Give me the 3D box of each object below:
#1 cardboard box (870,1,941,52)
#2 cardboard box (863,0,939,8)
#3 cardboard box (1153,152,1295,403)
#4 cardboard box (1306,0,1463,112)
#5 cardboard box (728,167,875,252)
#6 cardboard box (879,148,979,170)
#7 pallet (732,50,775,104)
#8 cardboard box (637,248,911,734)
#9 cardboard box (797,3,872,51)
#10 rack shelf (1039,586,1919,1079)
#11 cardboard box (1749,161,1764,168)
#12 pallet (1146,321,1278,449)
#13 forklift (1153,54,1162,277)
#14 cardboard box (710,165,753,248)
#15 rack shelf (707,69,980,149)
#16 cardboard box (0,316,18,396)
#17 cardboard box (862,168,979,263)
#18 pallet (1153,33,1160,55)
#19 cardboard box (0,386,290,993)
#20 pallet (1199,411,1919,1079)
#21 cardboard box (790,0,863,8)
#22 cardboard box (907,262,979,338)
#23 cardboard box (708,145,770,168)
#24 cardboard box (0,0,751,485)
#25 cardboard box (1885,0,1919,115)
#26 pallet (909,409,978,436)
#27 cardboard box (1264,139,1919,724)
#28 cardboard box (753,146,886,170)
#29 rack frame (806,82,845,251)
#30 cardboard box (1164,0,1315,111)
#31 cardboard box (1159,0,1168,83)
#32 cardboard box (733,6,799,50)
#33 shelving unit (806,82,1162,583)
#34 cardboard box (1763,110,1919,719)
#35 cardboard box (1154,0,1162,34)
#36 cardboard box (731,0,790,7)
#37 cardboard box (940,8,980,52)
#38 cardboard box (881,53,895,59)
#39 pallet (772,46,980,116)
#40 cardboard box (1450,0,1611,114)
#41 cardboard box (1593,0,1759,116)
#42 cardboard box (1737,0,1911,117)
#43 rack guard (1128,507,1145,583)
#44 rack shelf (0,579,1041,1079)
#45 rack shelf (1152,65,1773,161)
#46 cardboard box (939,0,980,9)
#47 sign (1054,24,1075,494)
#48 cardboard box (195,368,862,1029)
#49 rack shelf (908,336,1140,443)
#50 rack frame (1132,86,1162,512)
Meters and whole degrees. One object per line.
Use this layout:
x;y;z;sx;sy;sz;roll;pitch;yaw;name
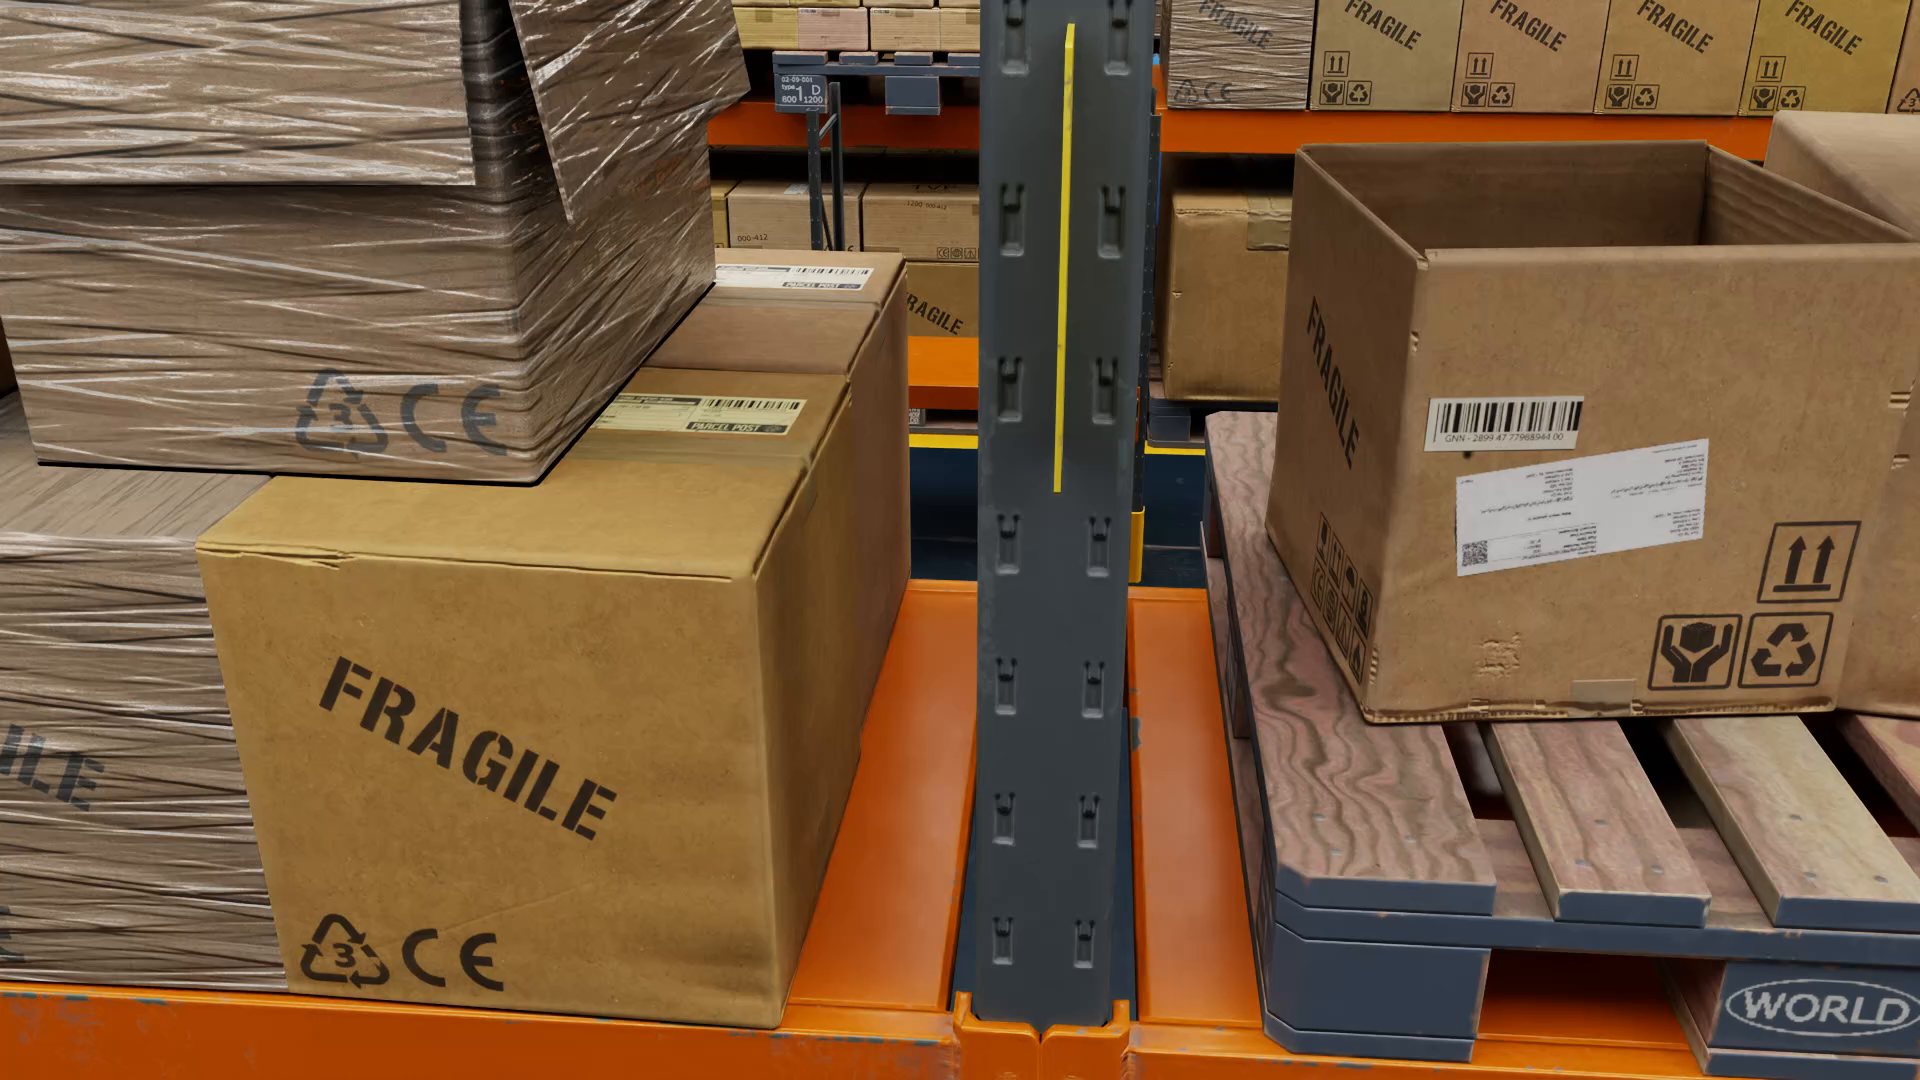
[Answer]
-0.179;-1.881;6.047;0.250;0.149;0.380;2;25;4;cardboard box
-0.198;-2.017;5.987;0.250;0.149;0.380;3;25;6;cardboard box
1.196;-1.083;6.704;0.750;0.750;1.050;2;25;3;cardboard box
1.530;-1.875;6.116;0.500;0.500;0.500;2;25;3;cardboard box
-0.611;-1.291;6.559;0.500;0.250;0.500;2;25;5;cardboard box
-0.073;-1.490;6.991;0.500;0.250;0.500;1;25;2;cardboard box
-1.381;-1.930;6.586;1.213;0.211;1.003;2;25;4;pallet
-0.349;-0.082;2.219;0.500;0.500;0.500;3;25;6;cardboard box
-0.435;-1.889;6.065;0.250;0.149;0.380;2;25;5;cardboard box
2.109;0.484;1.971;4.000;0.370;1.077;2;25;4;rack shelf
2.997;-1.027;6.582;0.750;0.750;1.050;2;25;4;cardboard box
1.376;-0.648;6.905;1.213;0.211;1.003;2;25;4;pallet
2.502;-2.750;8.221;3.031;2.935;1.130;-1;25;-1;forklift
-1.116;-1.314;6.608;0.500;0.250;0.500;2;25;5;cardboard box
-1.398;-1.708;6.735;4.000;0.370;1.077;2;25;4;rack shelf
-1.262;-0.460;1.843;0.637;0.503;0.797;2;25;5;cardboard box
-0.106;-1.280;6.534;0.500;0.250;0.500;1;25;3;cardboard box
2.068;-4.797;15.923;1.213;0.211;1.003;2;25;4;pallet
-0.892;0.116;1.789;0.500;0.500;0.500;2;25;4;cardboard box
0.834;0.158;2.047;1.003;0.211;1.213;2;25;4;pallet
-0.461;-2.024;6.003;0.250;0.149;0.380;2;25;5;cardboard box
-0.081;-0.939;6.689;0.500;0.500;0.500;2;25;4;cardboard box
-1.071;-1.527;7.072;0.500;0.250;0.500;2;25;4;cardboard box
-0.613;-0.438;1.795;0.637;0.503;0.797;3;25;6;cardboard box
3.539;-1.810;5.976;0.500;0.500;0.500;2;25;3;cardboard box
-0.183;-0.730;7.084;1.213;0.211;1.003;2;25;4;pallet
0.657;-0.143;1.850;0.500;0.500;0.500;-1;25;-2;cardboard box
-0.579;-1.506;7.026;0.500;0.250;0.500;2;25;3;cardboard box
-0.422;-0.695;5.466;0.032;1.500;0.500;2;25;4;rack frame
1.023;-1.890;6.149;0.500;0.500;0.500;2;25;5;cardboard box
1.065;-2.114;6.636;0.500;0.500;0.500;2;25;4;cardboard box
-0.684;-1.898;6.085;0.250;0.149;0.380;2;25;3;cardboard box
0.076;-0.679;5.431;1.083;1.500;0.587;2;25;4;shelving unit
1.221;-0.167;1.902;0.500;0.500;0.700;5;25;12;cardboard box
1.871;-5.193;15.785;0.625;0.625;0.875;3;25;6;cardboard box
-0.710;-2.032;6.021;0.250;0.149;0.380;2;25;4;cardboard box
0.069;-1.872;6.028;0.250;0.149;0.380;2;25;5;cardboard box
-0.697;-3.350;11.482;0.875;0.875;0.875;2;25;5;cardboard box
-0.123;-1.862;6.439;1.003;0.211;1.213;2;25;4;pallet
2.033;-1.858;6.081;0.500;0.500;0.500;2;25;4;cardboard box
2.529;-1.841;6.044;0.500;0.500;0.500;2;25;3;cardboard box
3.035;-1.826;6.011;0.500;0.500;0.500;2;25;5;cardboard box
0.573;-0.095;5.658;0.087;0.250;0.587;2;25;4;rack guard
-1.879;0.356;2.249;4.000;0.370;1.077;2;25;4;rack shelf
2.590;-1.580;6.457;4.000;0.370;1.077;2;25;4;rack shelf
0.068;-2.009;5.970;0.250;0.149;0.380;2;25;5;cardboard box
0.076;-0.202;1.215;0.005;0.325;0.100;2;25;4;sign
-0.396;0.135;1.749;0.500;0.500;0.500;3;25;6;cardboard box
0.085;-0.515;5.506;1.000;0.185;0.538;2;25;4;rack shelf
0.592;-0.662;5.395;0.032;1.500;0.500;2;25;4;rack frame
